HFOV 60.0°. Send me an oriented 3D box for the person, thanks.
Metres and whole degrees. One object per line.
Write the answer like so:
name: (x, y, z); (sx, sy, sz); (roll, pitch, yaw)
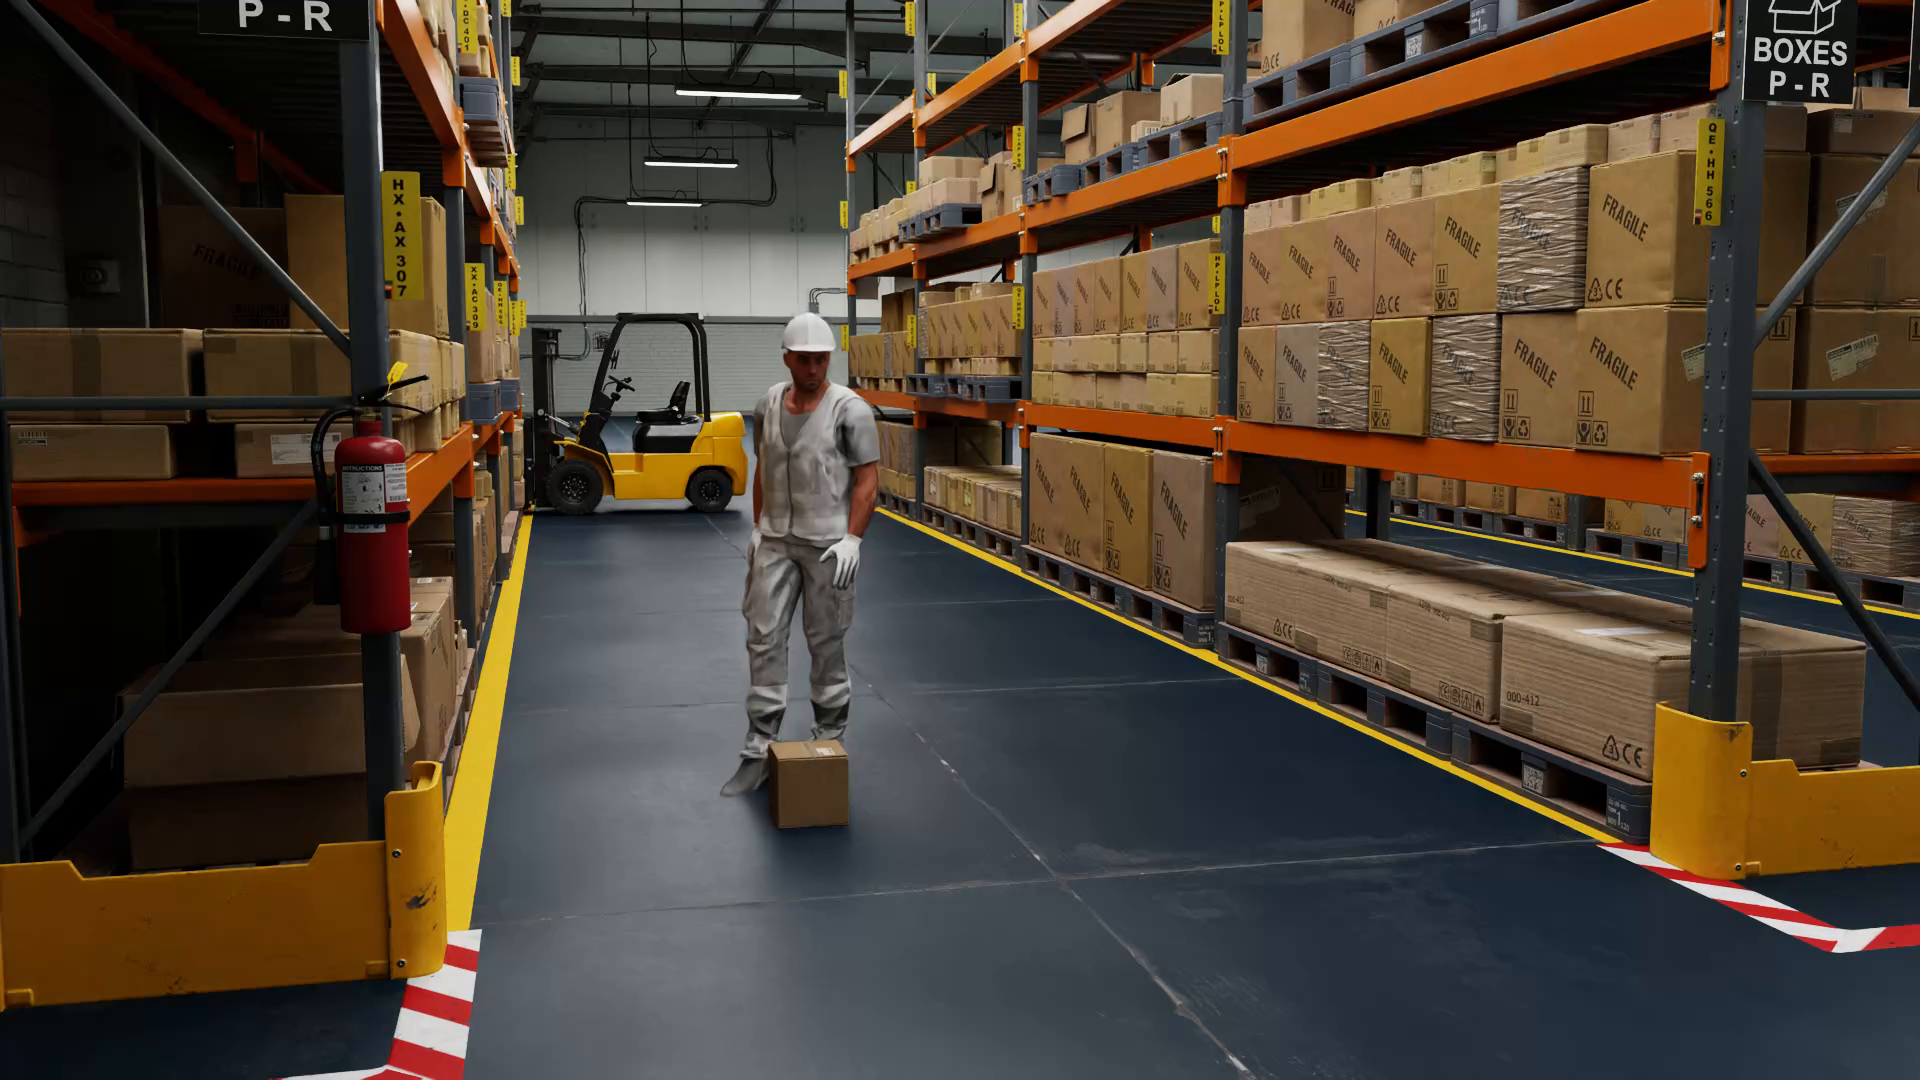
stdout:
person: (-0.616, 0.058, 6.331); (0.601, 1.830, 0.605); (2, 6, 22)
